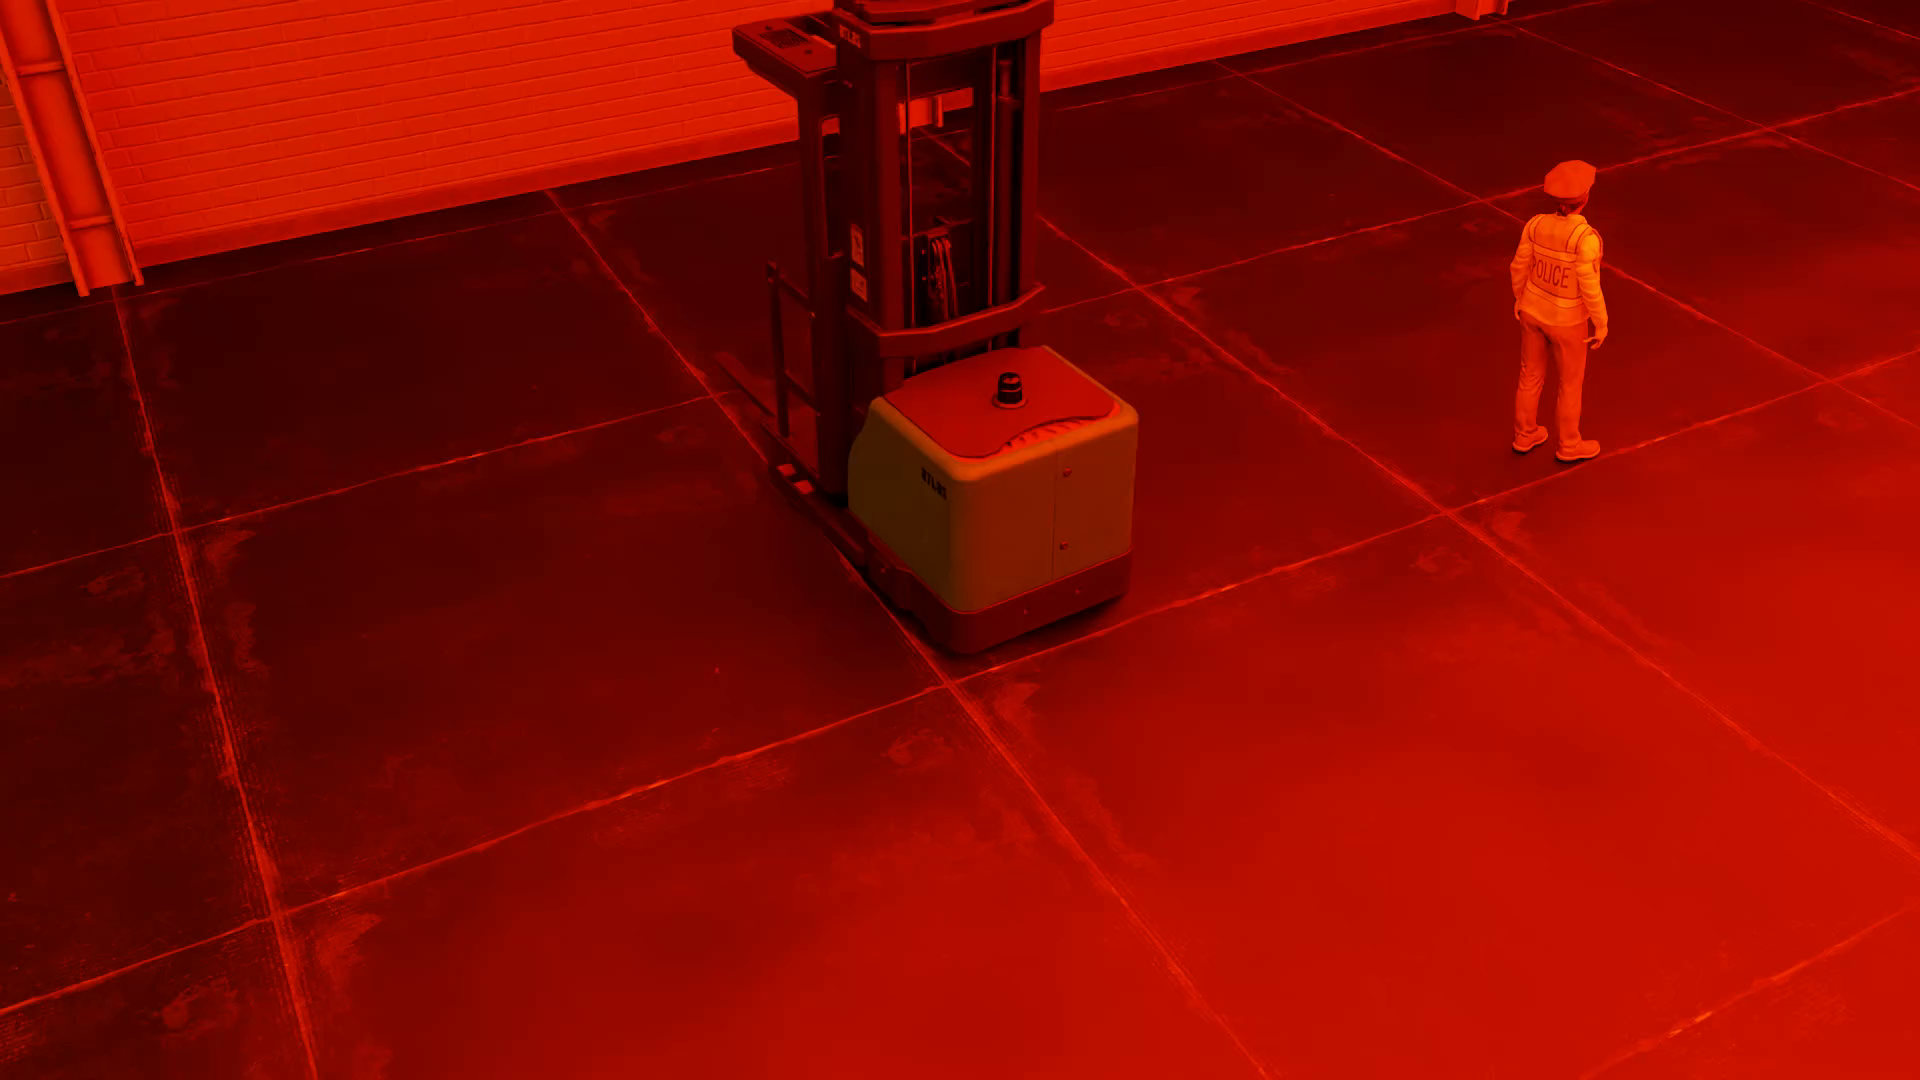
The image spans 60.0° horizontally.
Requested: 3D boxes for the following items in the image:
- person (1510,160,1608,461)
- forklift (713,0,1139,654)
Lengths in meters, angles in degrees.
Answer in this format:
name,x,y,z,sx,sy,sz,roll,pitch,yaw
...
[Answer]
name,x,y,z,sx,sy,sz,roll,pitch,yaw
person,3.233,-1.226,8.917,0.530,1.694,0.587,-24,42,-29
forklift,-0.372,-1.481,8.218,1.130,2.935,3.031,-20,40,-26
